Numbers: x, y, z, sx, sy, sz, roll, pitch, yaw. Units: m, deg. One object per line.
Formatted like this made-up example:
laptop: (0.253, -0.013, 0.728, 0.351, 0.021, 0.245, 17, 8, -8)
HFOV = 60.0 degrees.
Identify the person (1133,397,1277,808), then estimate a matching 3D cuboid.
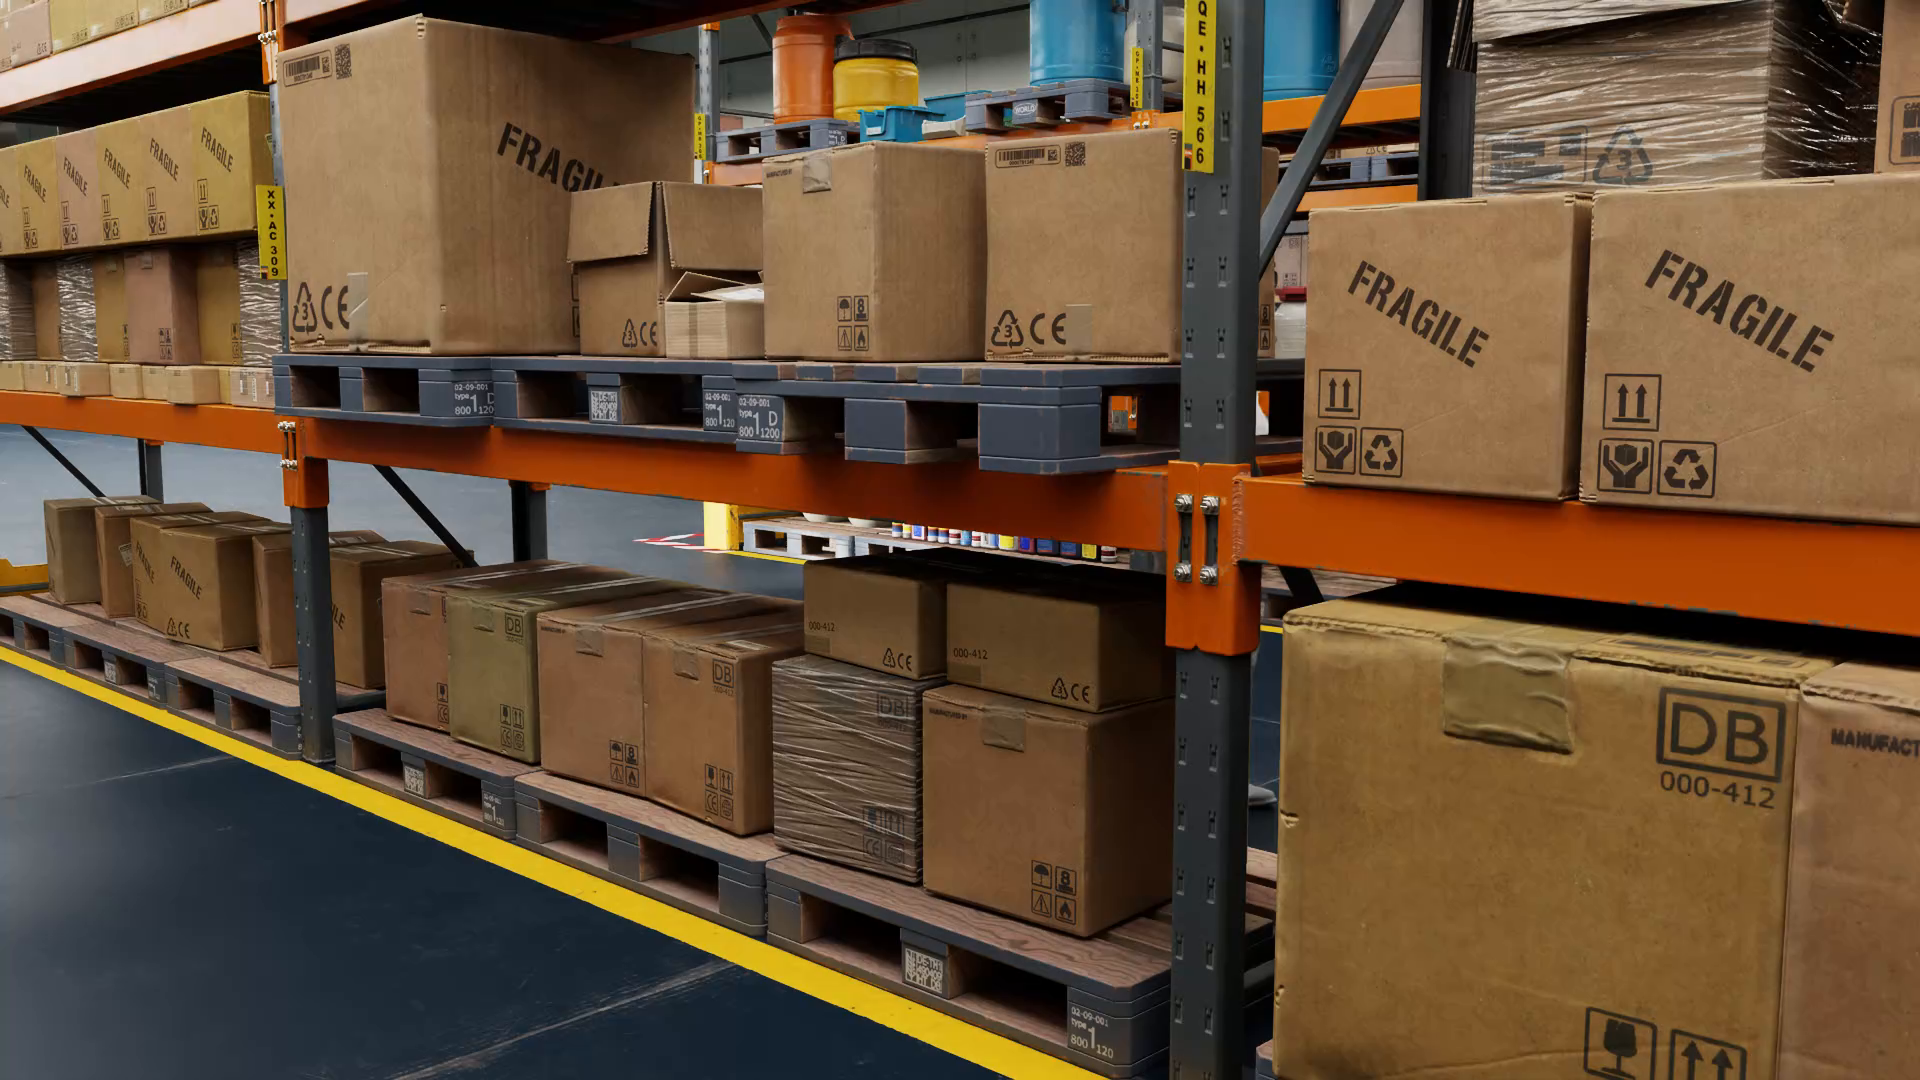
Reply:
person: (0.887, 0.030, 5.428, 0.572, 1.761, 0.504, 7, 10, 44)
